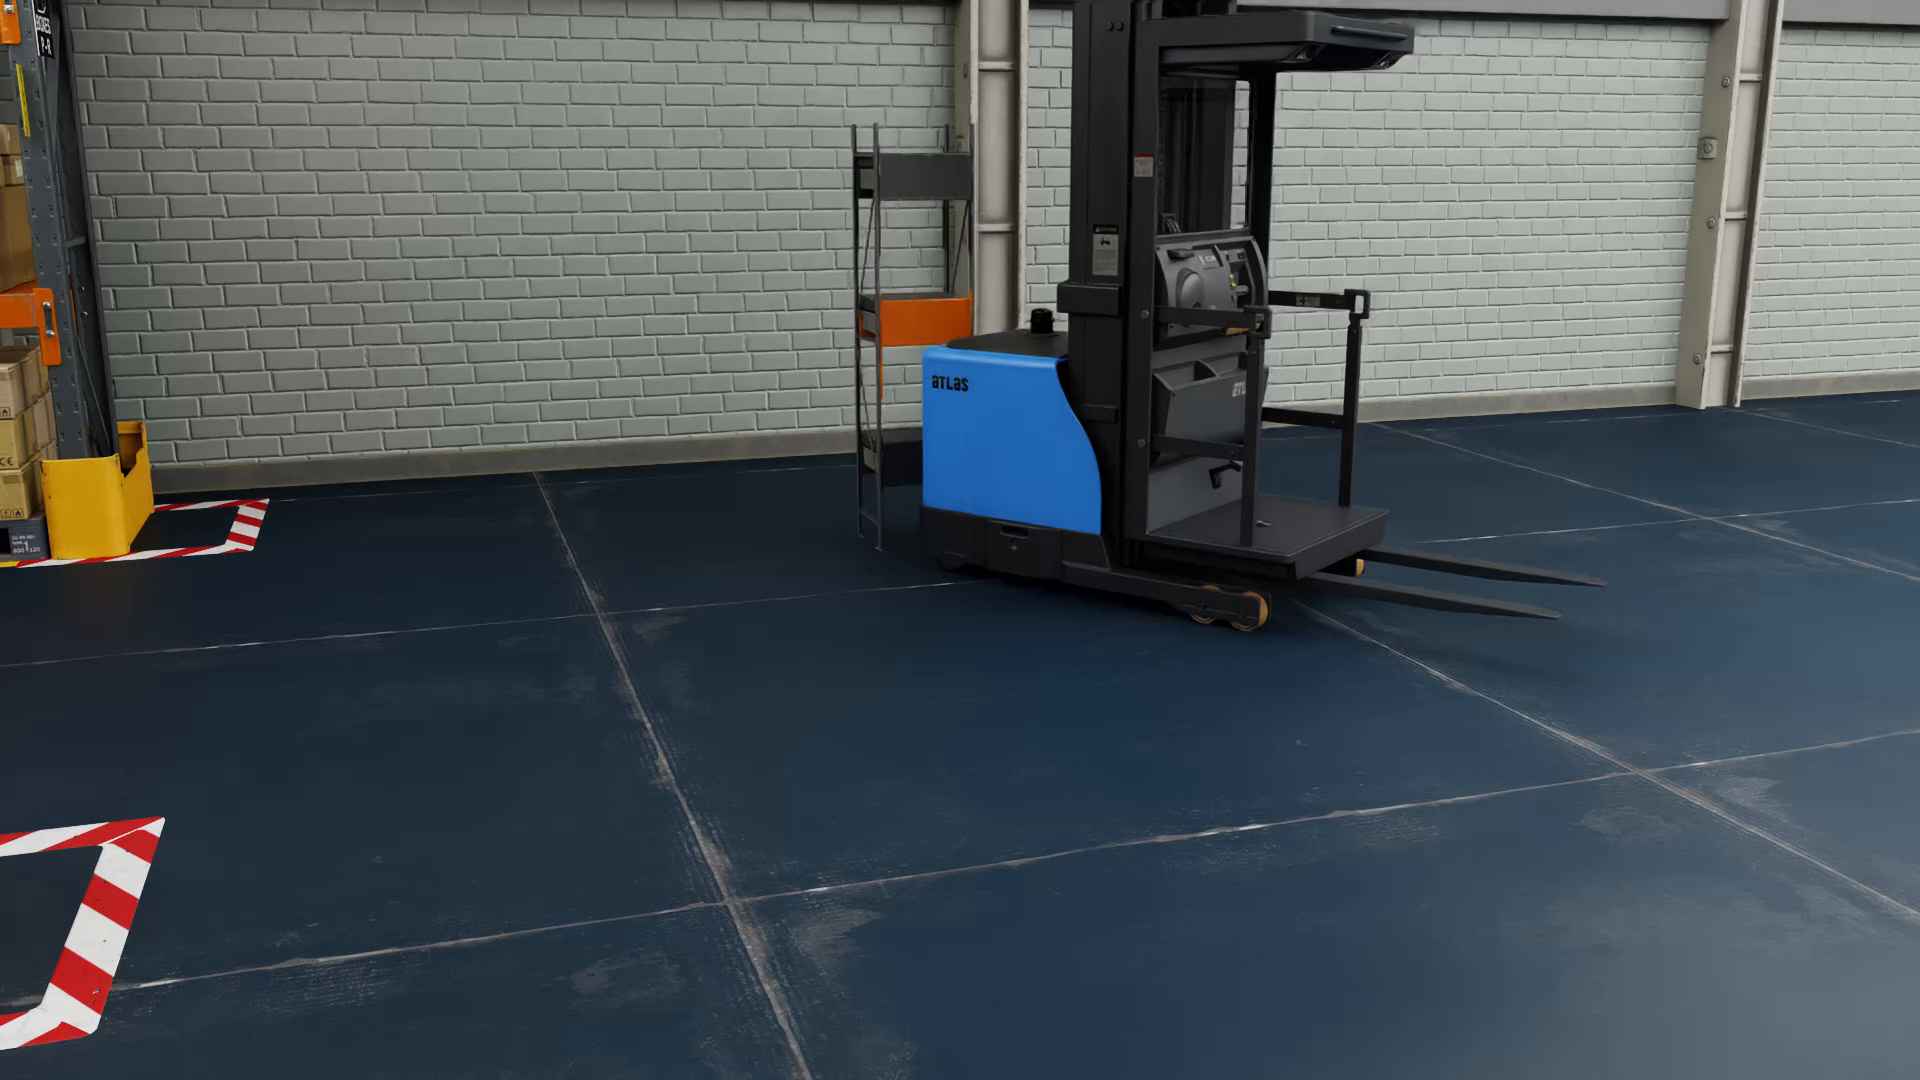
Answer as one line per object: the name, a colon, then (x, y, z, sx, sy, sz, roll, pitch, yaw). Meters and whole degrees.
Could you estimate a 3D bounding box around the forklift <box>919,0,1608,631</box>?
forklift: (1.138, -1.205, 7.376, 3.409, 2.935, 1.130, 10, 17, 35)

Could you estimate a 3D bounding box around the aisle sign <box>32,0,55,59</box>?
aisle sign: (-4.382, -2.699, 7.889, 0.004, 0.787, 0.394, -4, 14, -18)

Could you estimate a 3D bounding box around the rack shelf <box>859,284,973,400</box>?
rack shelf: (-0.234, -1.007, 8.398, 0.480, 0.518, 0.431, -5, 14, -19)

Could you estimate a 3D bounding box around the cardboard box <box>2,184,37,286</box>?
cardboard box: (-5.096, -1.567, 8.531, 0.500, 0.500, 0.500, -4, 14, -16)

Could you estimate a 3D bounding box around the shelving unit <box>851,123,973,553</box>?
shelving unit: (-0.236, -1.020, 8.394, 0.499, 2.100, 0.431, -5, 14, -19)

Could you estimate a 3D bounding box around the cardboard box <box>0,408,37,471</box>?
cardboard box: (-4.900, -0.499, 8.213, 0.500, 0.250, 0.500, -5, 14, -19)

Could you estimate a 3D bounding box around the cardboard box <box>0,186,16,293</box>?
cardboard box: (-4.921, -1.448, 8.034, 0.500, 0.500, 0.500, -5, 14, -19)

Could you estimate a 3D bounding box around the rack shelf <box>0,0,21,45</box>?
rack shelf: (-6.434, -2.455, 7.556, 4.000, 0.370, 1.077, -4, 14, -18)

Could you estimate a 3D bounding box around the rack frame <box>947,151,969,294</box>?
rack frame: (-0.006, -1.040, 8.477, 0.006, 1.831, 0.380, -5, 14, -19)

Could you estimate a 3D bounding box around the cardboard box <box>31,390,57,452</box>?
cardboard box: (-5.050, -0.614, 8.698, 0.500, 0.250, 0.500, -4, 14, -17)

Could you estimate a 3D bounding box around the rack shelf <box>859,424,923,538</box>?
rack shelf: (-0.234, -0.326, 8.560, 0.480, 0.518, 0.431, -5, 14, -19)

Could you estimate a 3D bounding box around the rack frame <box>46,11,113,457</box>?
rack frame: (-4.537, -1.493, 8.438, 0.053, 2.616, 0.949, -4, 14, -18)

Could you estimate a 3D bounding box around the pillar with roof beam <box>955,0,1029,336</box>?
pillar with roof beam: (1.574, -4.057, 6.254, 0.400, 9.000, 9.100, -4, 14, -18)

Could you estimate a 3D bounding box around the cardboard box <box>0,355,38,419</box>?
cardboard box: (-4.875, -0.744, 8.164, 0.500, 0.250, 0.500, -4, 14, -16)

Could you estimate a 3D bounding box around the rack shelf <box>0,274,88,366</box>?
rack shelf: (-6.434, -0.996, 7.903, 4.000, 0.370, 1.077, -4, 14, -18)

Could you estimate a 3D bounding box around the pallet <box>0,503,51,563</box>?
pallet: (-5.249, -0.072, 8.487, 1.213, 0.211, 1.003, -4, 14, -18)

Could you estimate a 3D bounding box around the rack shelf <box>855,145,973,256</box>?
rack shelf: (-0.234, -1.688, 8.236, 0.480, 0.518, 0.431, -5, 14, -19)

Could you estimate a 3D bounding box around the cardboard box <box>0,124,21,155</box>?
cardboard box: (-4.924, -2.025, 8.412, 0.250, 0.149, 0.380, -5, 14, -19)

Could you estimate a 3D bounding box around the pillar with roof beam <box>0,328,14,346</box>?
pillar with roof beam: (-4.112, -3.614, 4.392, 0.400, 9.000, 9.100, -4, 14, -18)

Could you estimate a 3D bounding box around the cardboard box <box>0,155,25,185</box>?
cardboard box: (-4.942, -1.890, 8.488, 0.250, 0.149, 0.380, -5, 14, -20)

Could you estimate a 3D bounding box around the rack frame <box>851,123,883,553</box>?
rack frame: (-0.464, -1.001, 8.313, 0.015, 2.100, 0.400, -5, 14, -19)

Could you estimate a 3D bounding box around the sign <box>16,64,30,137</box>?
sign: (-4.378, -2.052, 7.775, 0.005, 0.325, 0.100, -4, 14, -18)

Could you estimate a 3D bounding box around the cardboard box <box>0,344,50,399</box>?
cardboard box: (-5.054, -0.853, 8.620, 0.500, 0.250, 0.500, -5, 14, -19)

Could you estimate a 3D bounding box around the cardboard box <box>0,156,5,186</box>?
cardboard box: (-4.777, -1.771, 7.988, 0.250, 0.149, 0.380, -4, 14, -17)
